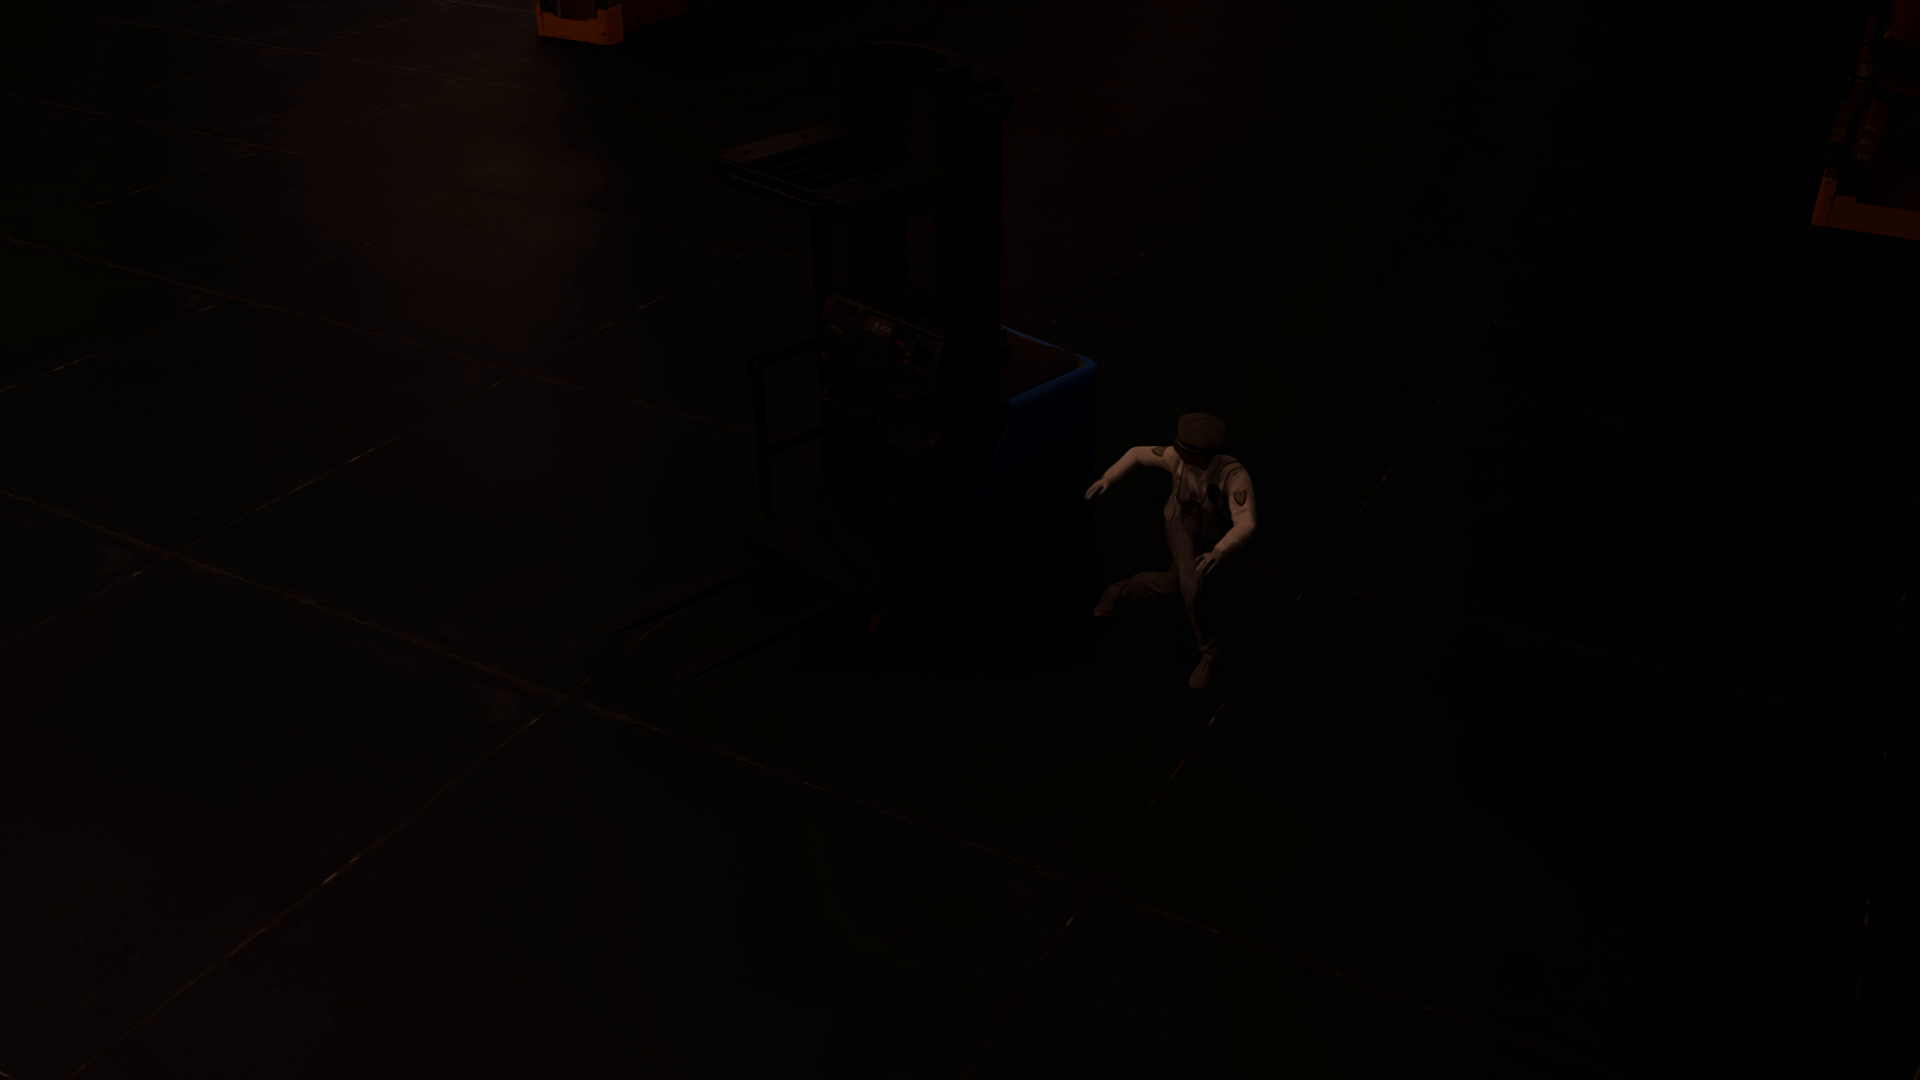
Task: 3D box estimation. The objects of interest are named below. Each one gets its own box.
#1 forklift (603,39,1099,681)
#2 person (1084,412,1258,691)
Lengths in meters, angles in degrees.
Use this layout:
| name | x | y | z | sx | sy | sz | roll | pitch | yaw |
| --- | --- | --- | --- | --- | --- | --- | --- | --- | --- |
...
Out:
| name | x | y | z | sx | sy | sz | roll | pitch | yaw |
| --- | --- | --- | --- | --- | --- | --- | --- | --- | --- |
| forklift | -0.572 | -1.024 | 8.845 | 3.031 | 2.935 | 1.130 | -27 | 39 | -38 |
| person | 1.056 | 0.033 | 8.537 | 0.857 | 1.469 | 1.034 | 2 | 30 | 4 |
